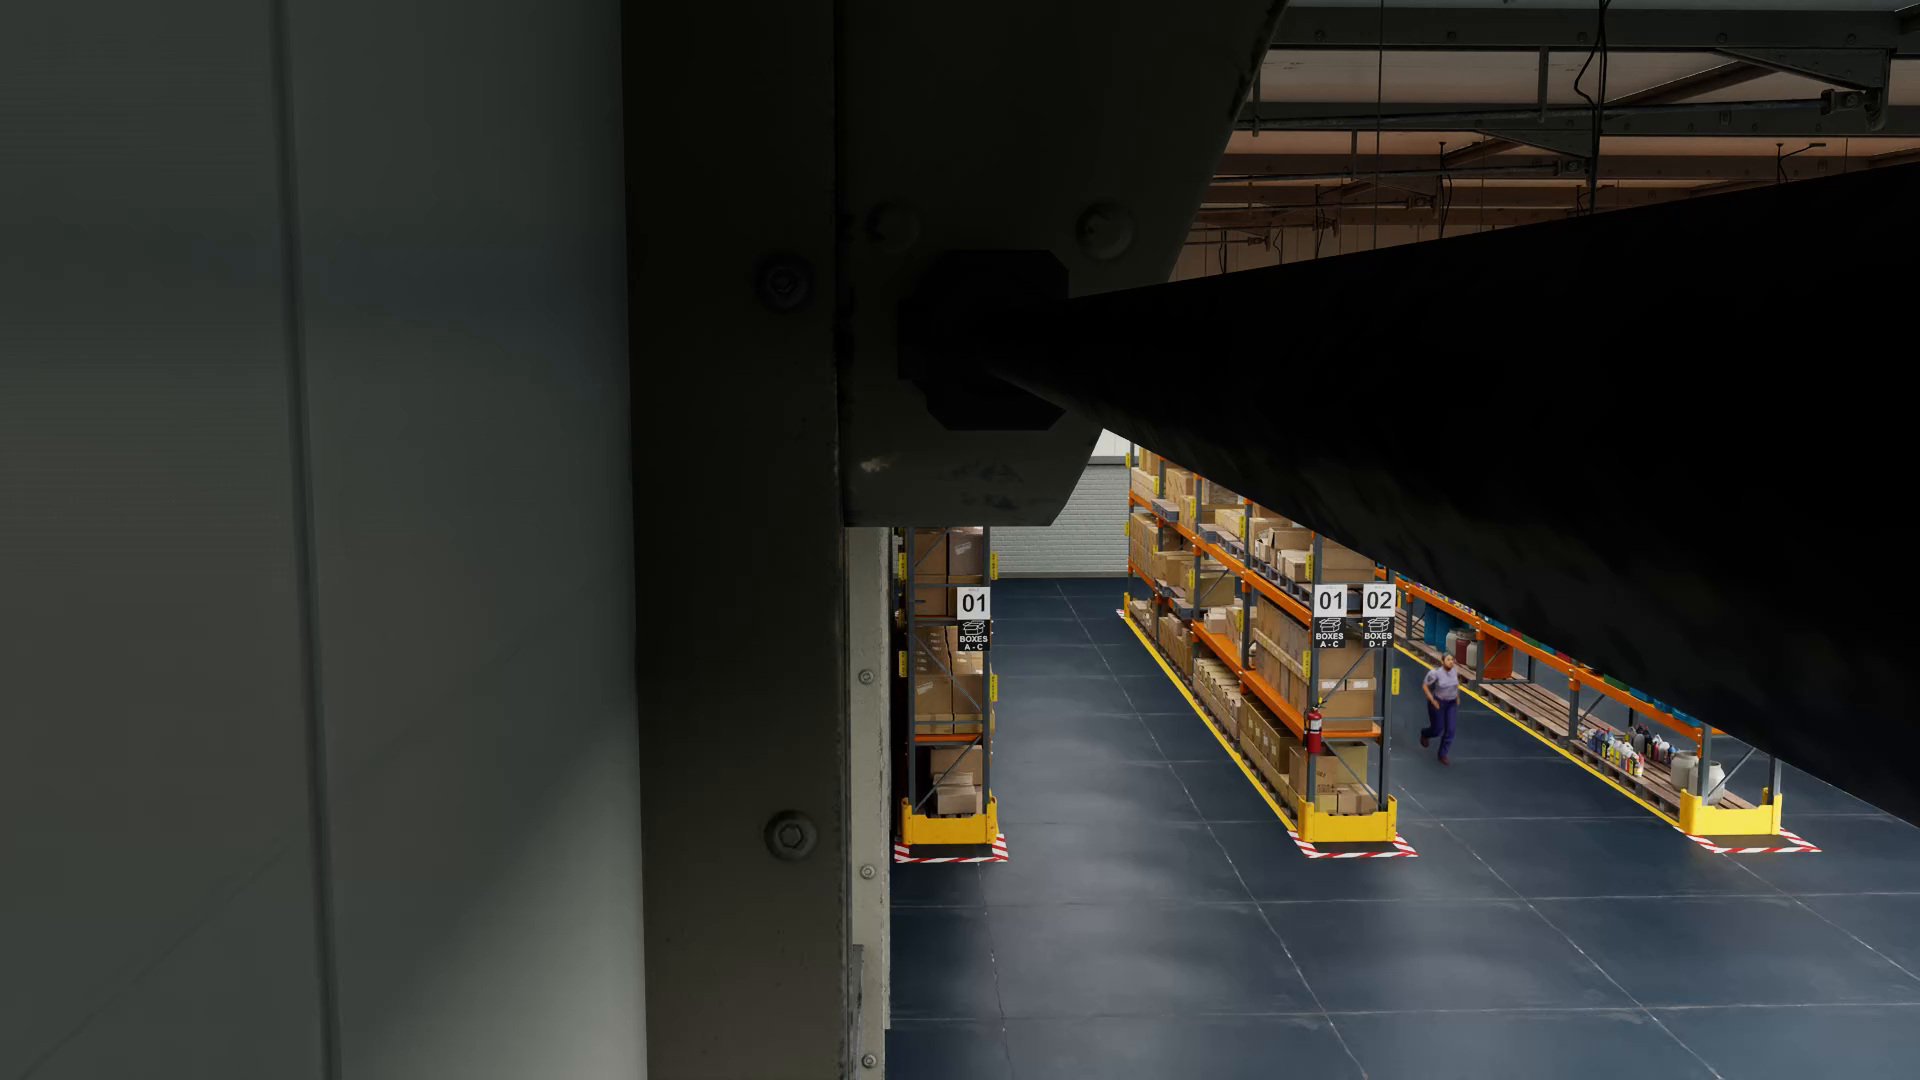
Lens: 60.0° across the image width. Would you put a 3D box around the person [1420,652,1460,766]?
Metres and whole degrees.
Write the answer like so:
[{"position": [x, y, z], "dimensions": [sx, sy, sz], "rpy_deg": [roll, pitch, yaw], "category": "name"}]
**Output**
[{"position": [7.057, 2.434, 24.382], "dimensions": [0.629, 1.627, 0.720], "rpy_deg": [-2, 8, -16], "category": "person"}]
